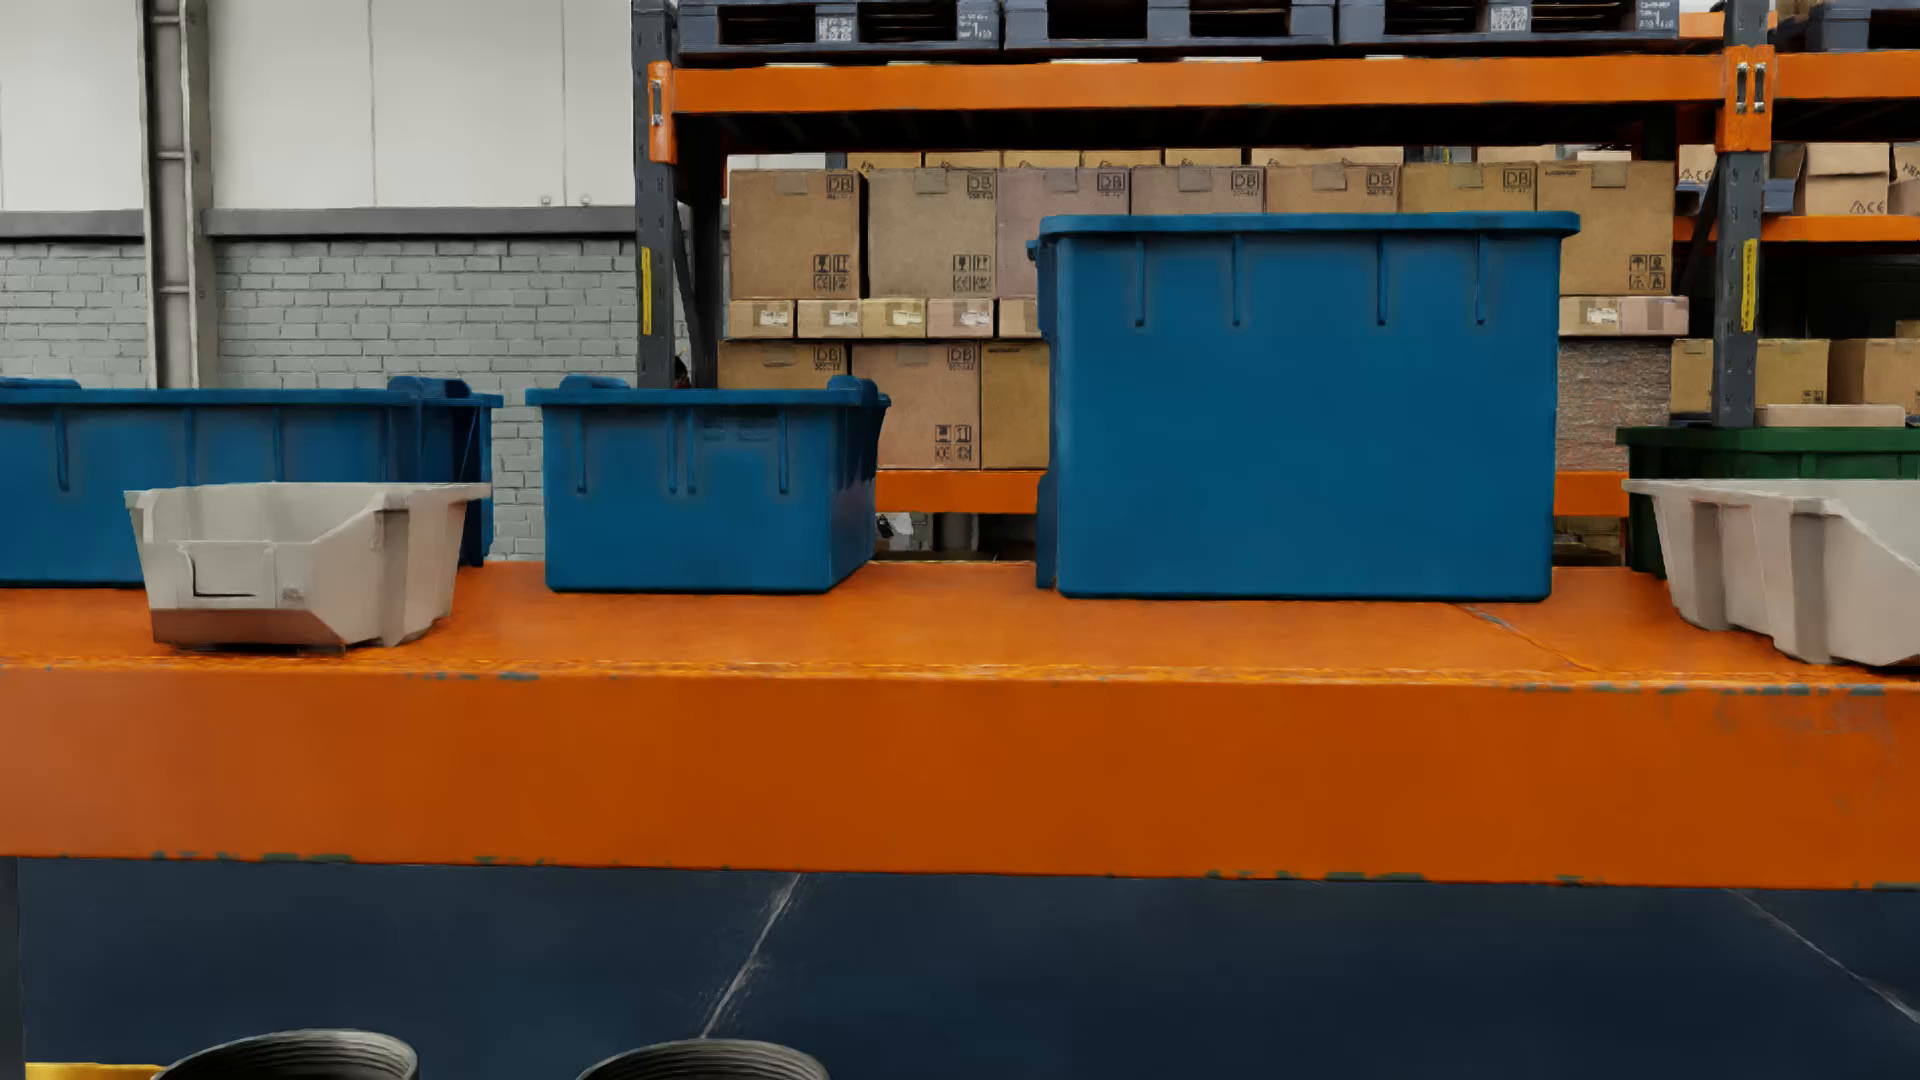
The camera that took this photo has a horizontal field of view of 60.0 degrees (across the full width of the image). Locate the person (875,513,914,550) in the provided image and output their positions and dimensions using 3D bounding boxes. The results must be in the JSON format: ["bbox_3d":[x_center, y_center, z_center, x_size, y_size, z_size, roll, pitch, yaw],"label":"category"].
[{"bbox_3d":[-0.457,-0.015,9.364,0.454,1.665,0.689,0,4,-4],"label":"person"}]
